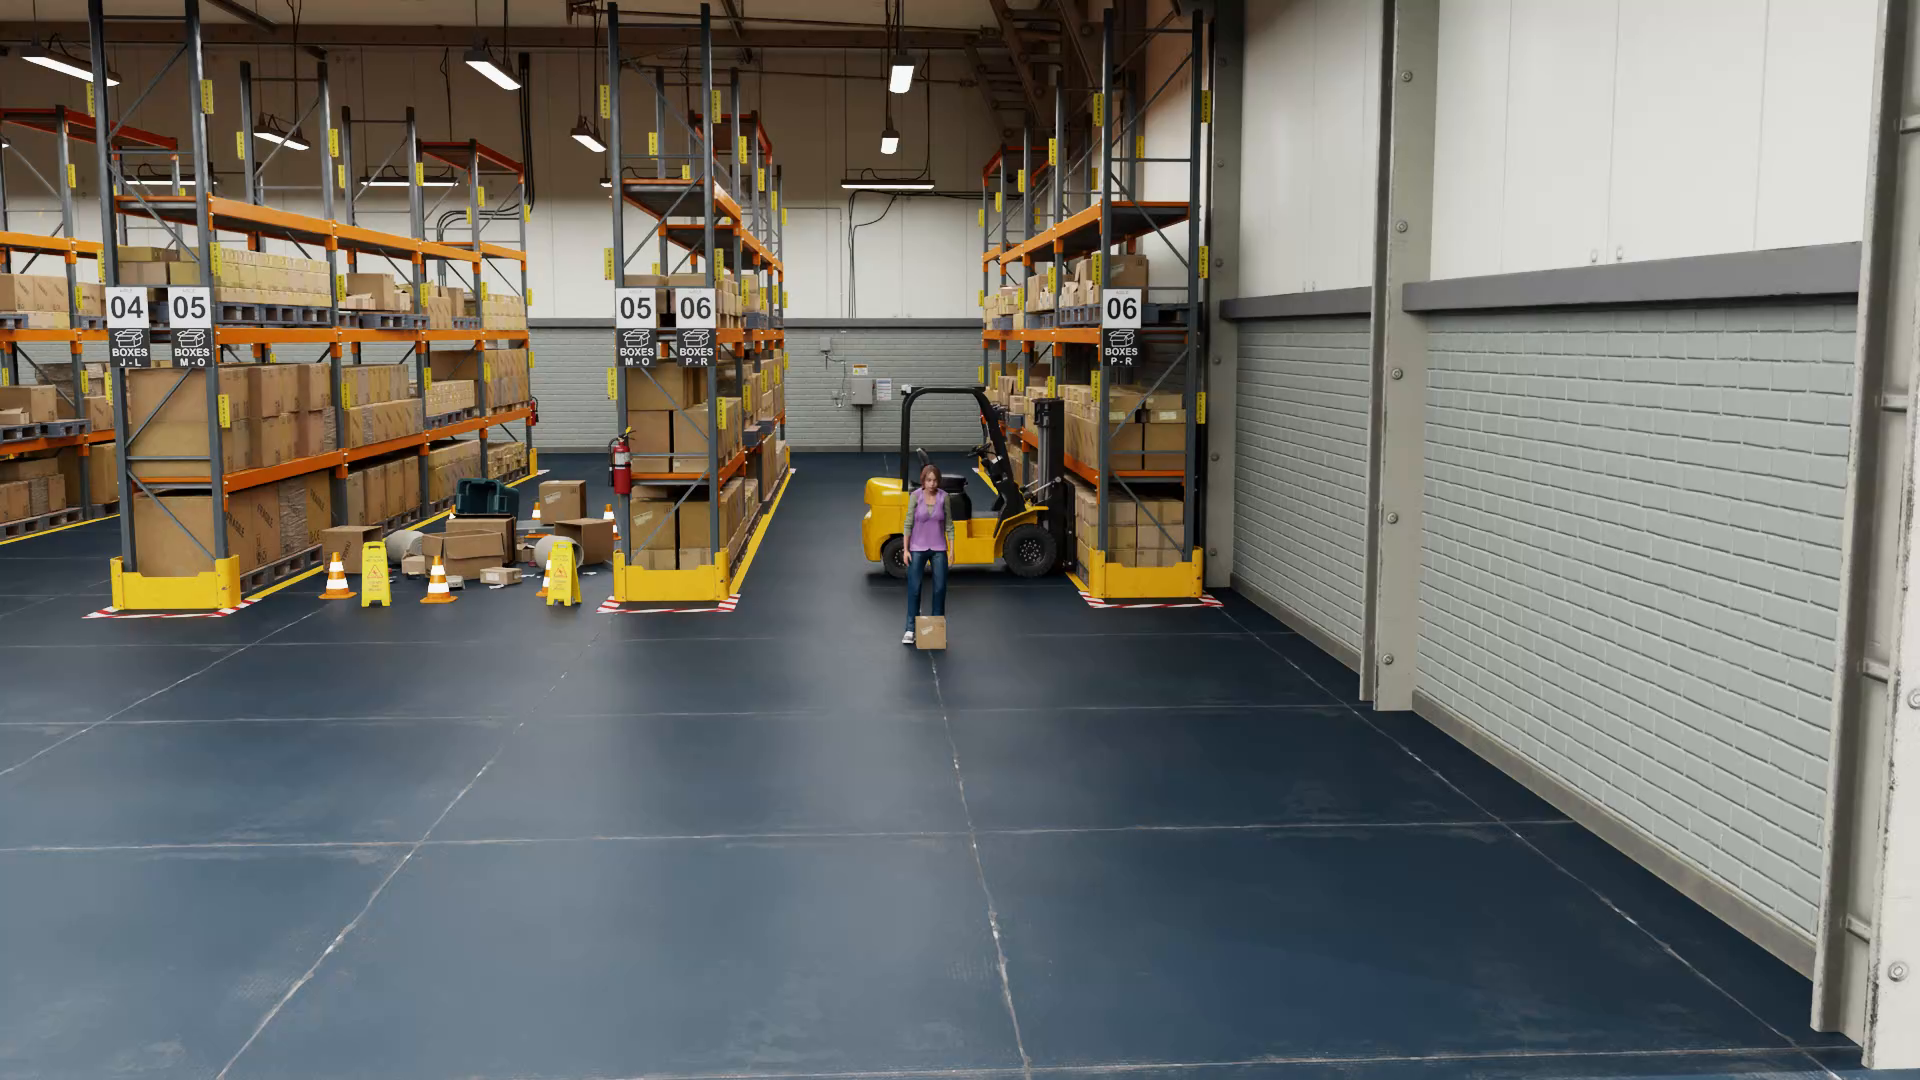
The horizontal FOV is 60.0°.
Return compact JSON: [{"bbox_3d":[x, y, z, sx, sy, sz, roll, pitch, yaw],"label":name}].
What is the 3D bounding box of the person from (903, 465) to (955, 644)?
[{"bbox_3d":[-0.283,0.121,14.831,0.474,1.593,0.345,-1,7,-6],"label":"person"}]
